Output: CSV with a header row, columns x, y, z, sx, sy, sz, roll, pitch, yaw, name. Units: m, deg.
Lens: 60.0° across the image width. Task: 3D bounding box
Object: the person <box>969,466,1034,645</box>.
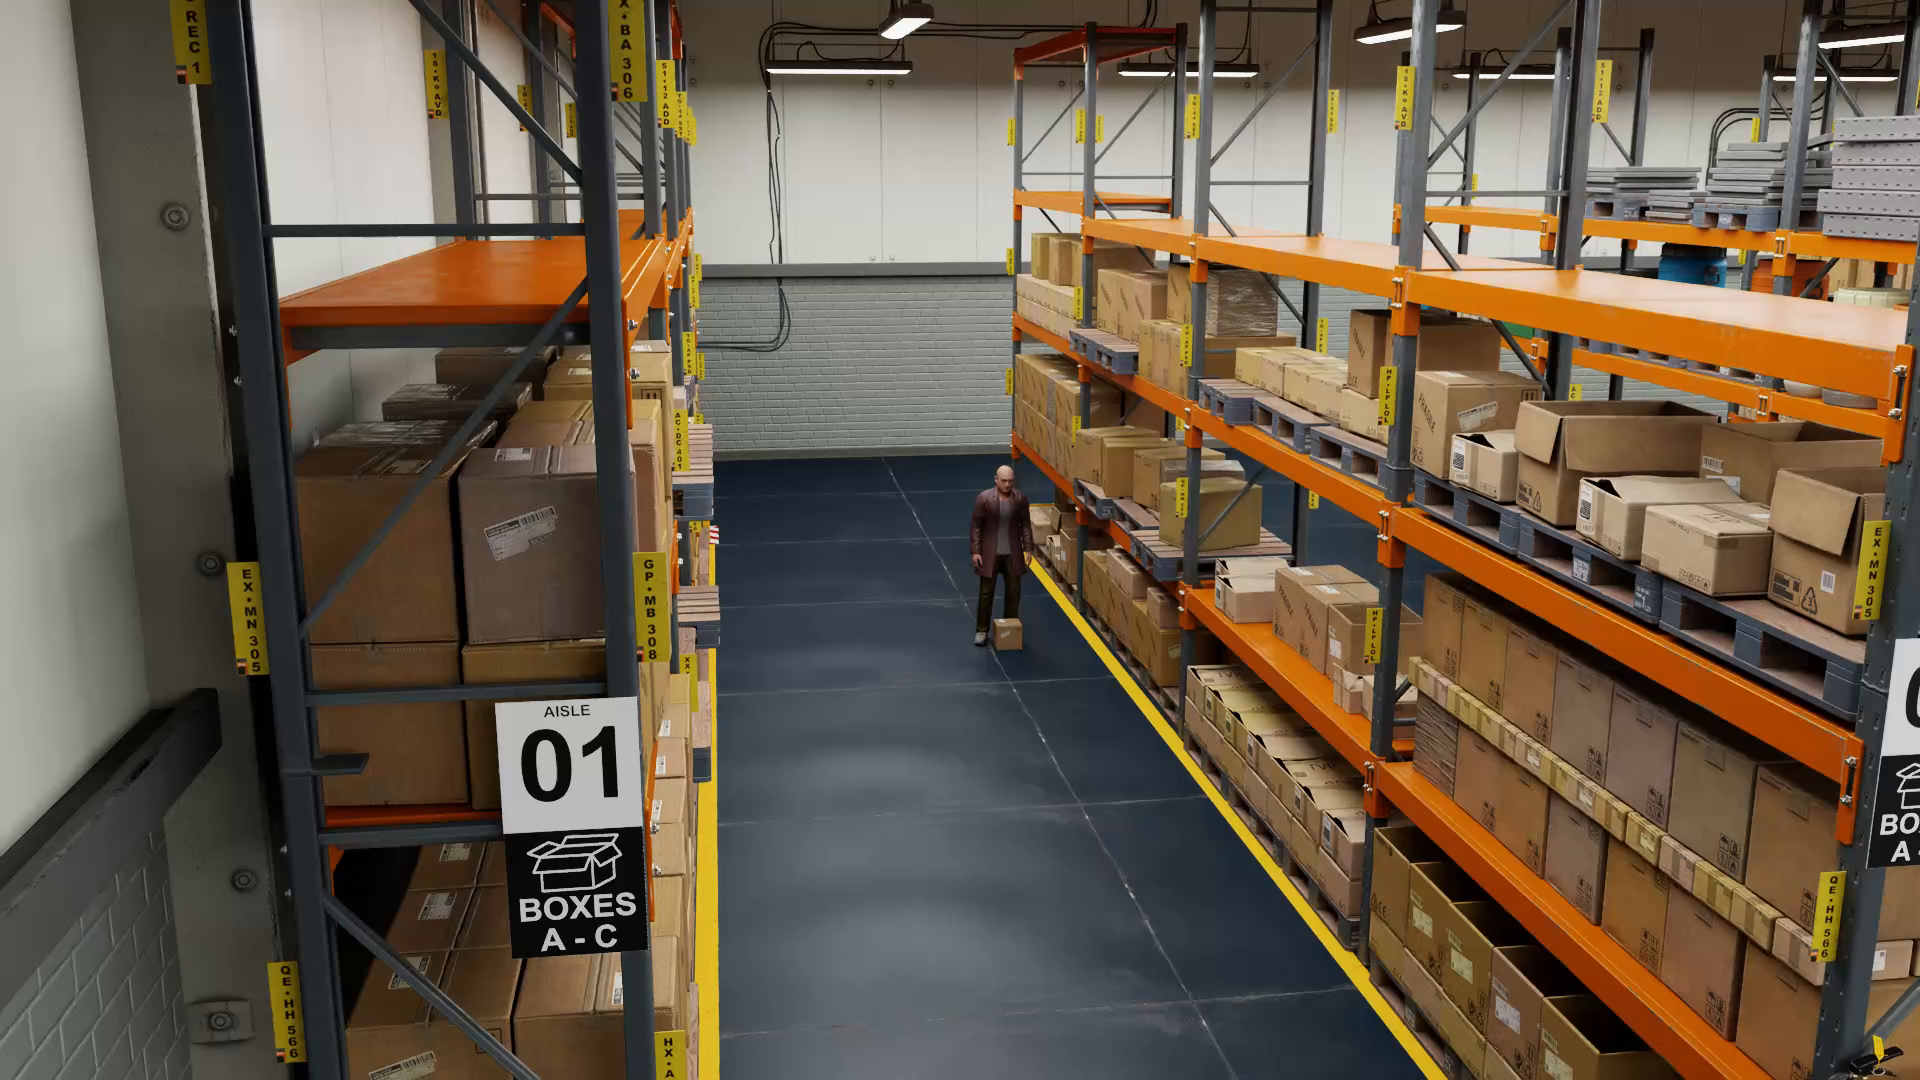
x,y,z,sx,sy,sz,roll,pitch,yaw,name
0.413,0.133,16.436,0.656,1.774,0.421,-2,13,-10,person
